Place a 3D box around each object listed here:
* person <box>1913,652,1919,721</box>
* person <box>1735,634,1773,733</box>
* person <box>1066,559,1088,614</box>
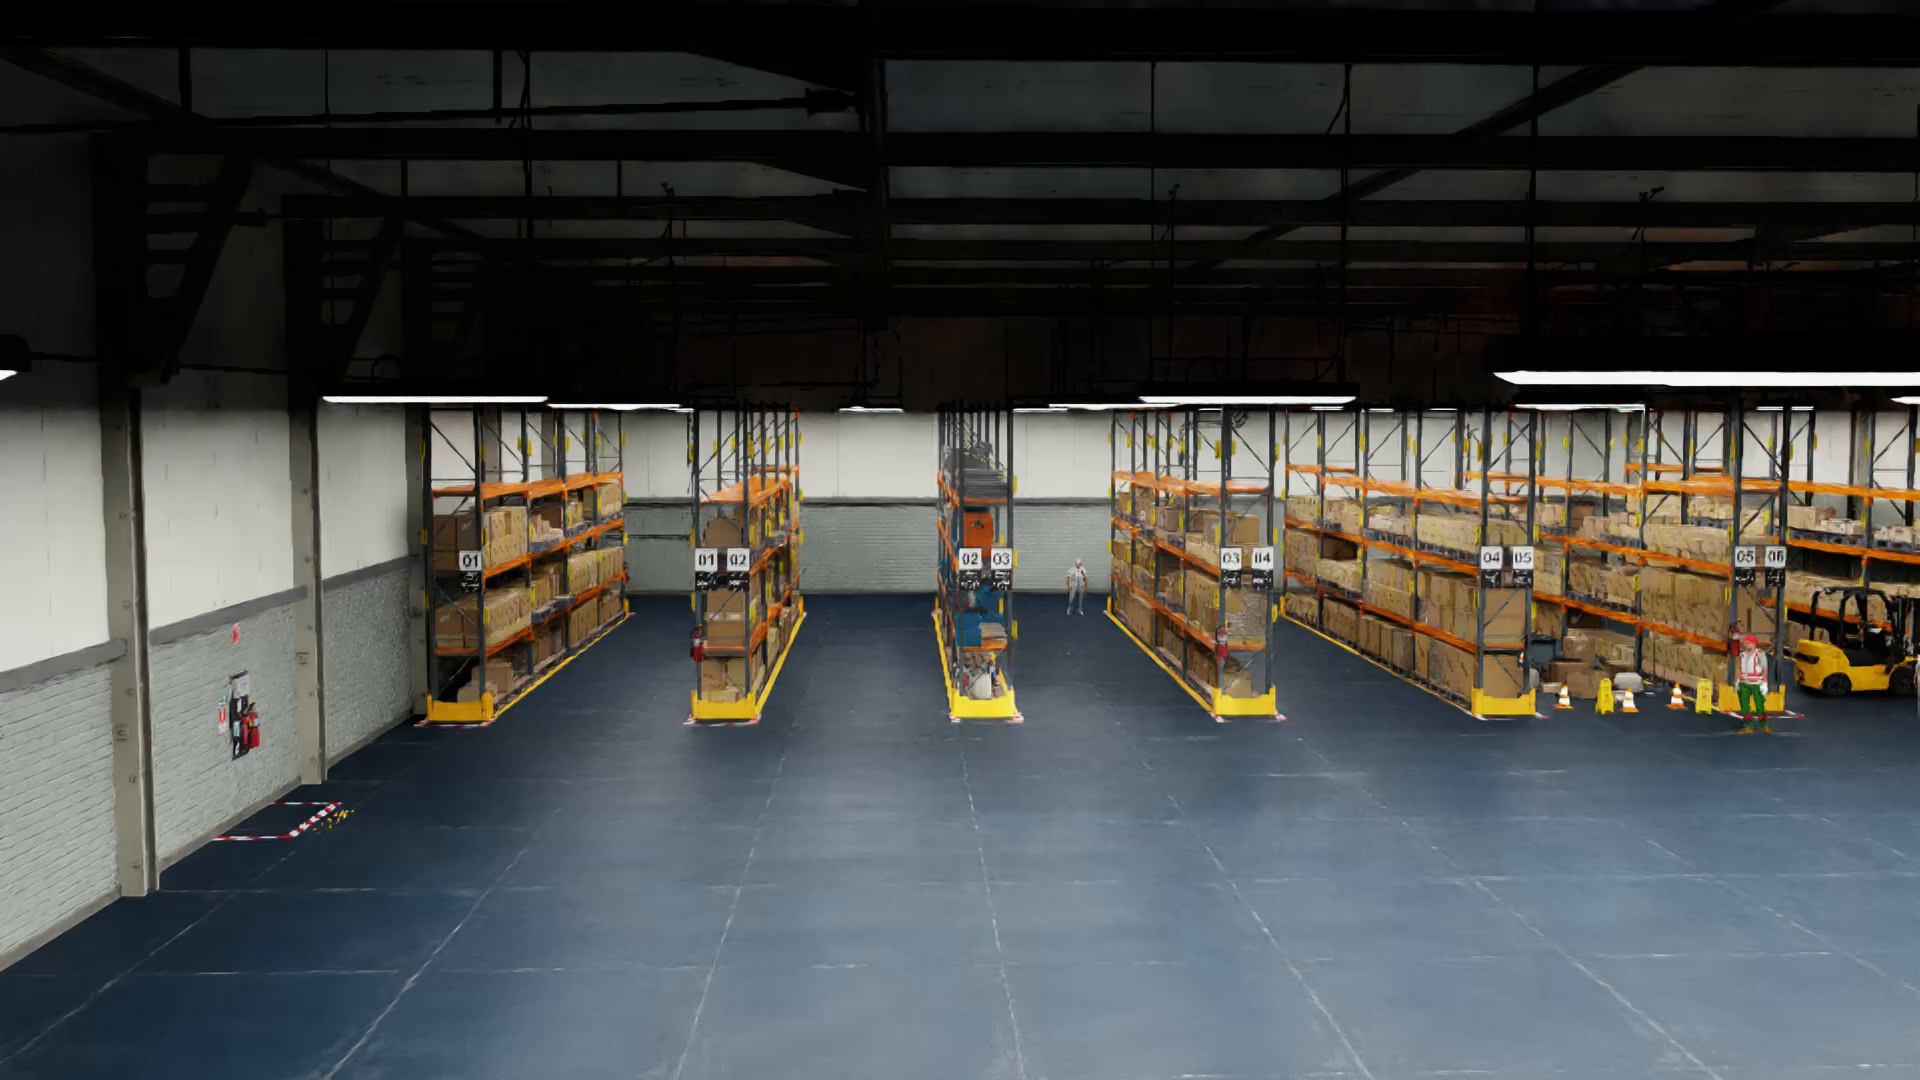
[{"bbox_3d":[18.067,2.594,31.033,0.452,1.533,0.883,2,5,20],"label":"person"},{"bbox_3d":[14.255,2.575,29.872,0.542,1.781,0.642,-3,5,-31],"label":"person"},{"bbox_3d":[3.351,1.326,47.443,0.625,1.611,0.582,0,4,-4],"label":"person"}]
